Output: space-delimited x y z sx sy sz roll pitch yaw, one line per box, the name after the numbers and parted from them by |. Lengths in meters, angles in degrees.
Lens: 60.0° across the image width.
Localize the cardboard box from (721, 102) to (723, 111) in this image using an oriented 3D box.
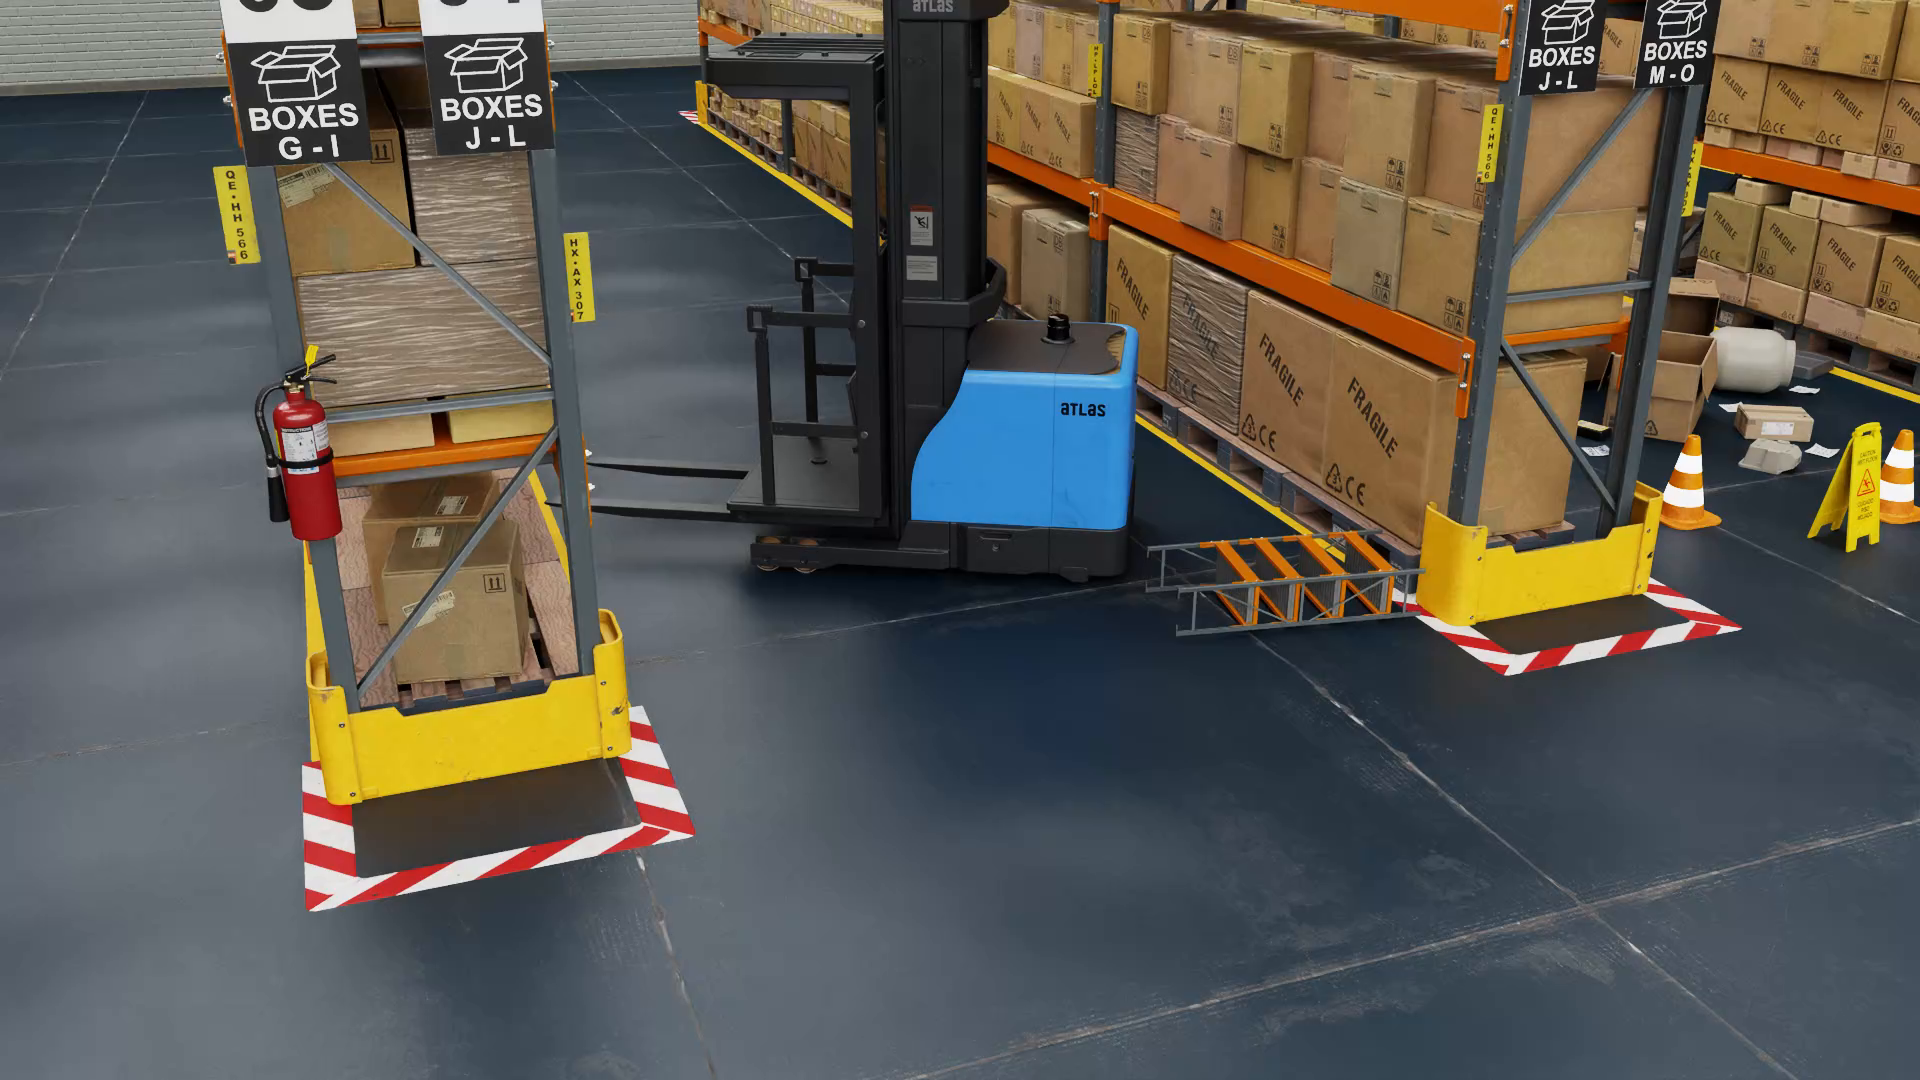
-2.816 -5.496 21.058 0.380 0.149 0.250 -8 24 -19 | cardboard box

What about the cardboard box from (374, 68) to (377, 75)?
-2.537 -2.085 8.037 0.500 0.500 0.500 -8 24 -19 | cardboard box

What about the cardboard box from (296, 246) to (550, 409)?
-2.063 -0.864 6.426 0.875 0.500 0.500 -8 24 -19 | cardboard box

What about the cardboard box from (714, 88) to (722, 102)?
-2.882 -5.619 20.965 0.380 0.149 0.250 -8 24 -19 | cardboard box

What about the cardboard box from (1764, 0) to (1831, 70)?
6.076 -3.556 11.526 0.700 0.500 0.500 -8 24 -19 | cardboard box

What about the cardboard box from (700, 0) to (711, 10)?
-2.971 -6.917 20.787 0.500 0.500 0.500 -7 24 -16 | cardboard box

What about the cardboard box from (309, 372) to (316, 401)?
-2.412 -0.611 6.662 0.380 0.149 0.250 -8 24 -19 | cardboard box

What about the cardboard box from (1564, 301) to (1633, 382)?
4.050 -1.379 11.198 0.797 0.637 0.503 -8 24 -19 | cardboard box

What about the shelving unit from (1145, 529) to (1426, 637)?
1.533 0.194 7.912 1.200 0.258 0.503 -4 23 -10 | shelving unit

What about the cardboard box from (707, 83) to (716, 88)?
-3.003 -5.852 21.135 0.380 0.149 0.250 -10 25 -21 | cardboard box

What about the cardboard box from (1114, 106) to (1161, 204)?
1.510 -2.511 10.652 0.875 0.550 0.550 -8 24 -19 | cardboard box

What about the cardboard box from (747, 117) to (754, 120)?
-2.310 -4.937 19.731 0.380 0.149 0.250 -8 24 -18 | cardboard box

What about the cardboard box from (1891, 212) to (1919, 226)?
6.786 -2.014 11.701 0.500 0.500 0.500 -7 24 -16 | cardboard box

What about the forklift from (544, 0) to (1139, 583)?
-0.618 -1.384 8.261 3.031 2.935 1.130 3 23 7 | forklift

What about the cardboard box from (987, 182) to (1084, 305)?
0.728 -2.295 12.690 1.050 0.750 0.750 -8 24 -19 | cardboard box

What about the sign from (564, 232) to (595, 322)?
-1.387 -0.951 6.029 0.100 0.325 0.005 -8 24 -19 | sign

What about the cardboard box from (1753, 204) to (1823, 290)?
6.120 -2.118 11.947 0.500 0.500 0.500 -7 24 -17 | cardboard box

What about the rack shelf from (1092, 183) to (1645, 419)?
2.075 -1.516 9.411 1.077 0.370 4.000 -8 24 -19 | rack shelf

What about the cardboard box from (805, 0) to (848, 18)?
-1.291 -5.157 16.140 0.380 0.149 0.250 -7 24 -17 | cardboard box

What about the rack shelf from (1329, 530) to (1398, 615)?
1.920 0.166 7.978 0.148 0.258 0.480 -4 23 -10 | rack shelf

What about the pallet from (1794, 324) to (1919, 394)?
6.669 -1.322 11.615 1.003 0.211 1.213 -8 24 -19 | pallet

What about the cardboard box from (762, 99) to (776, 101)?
-2.068 -5.011 19.140 0.380 0.149 0.250 -8 24 -17 | cardboard box

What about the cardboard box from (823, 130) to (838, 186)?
-1.059 -3.837 16.670 0.500 0.500 0.500 -8 24 -18 | cardboard box

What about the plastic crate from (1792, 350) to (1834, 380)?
5.751 -1.262 11.641 0.402 0.080 0.583 -18 29 -37 | plastic crate

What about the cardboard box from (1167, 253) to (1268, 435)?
1.847 -1.224 9.986 0.875 0.875 0.875 -8 24 -19 | cardboard box

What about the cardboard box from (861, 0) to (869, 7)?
-0.772 -5.337 16.568 0.380 0.149 0.250 -9 25 -21 | cardboard box

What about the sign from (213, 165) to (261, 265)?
-2.421 -1.087 5.570 0.100 0.325 0.005 -8 24 -19 | sign

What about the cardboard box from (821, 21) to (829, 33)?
-1.103 -4.828 15.743 0.380 0.149 0.250 -8 24 -18 | cardboard box

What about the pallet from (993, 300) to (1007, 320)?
0.591 -2.003 13.231 1.003 0.211 1.213 -8 24 -19 | pallet

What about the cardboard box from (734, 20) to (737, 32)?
-2.464 -6.096 19.675 0.380 0.149 0.250 -7 24 -17 | cardboard box

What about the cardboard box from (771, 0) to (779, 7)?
-1.749 -5.627 17.255 0.380 0.149 0.250 -7 24 -16 | cardboard box

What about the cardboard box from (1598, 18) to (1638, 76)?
5.409 -3.983 13.286 0.500 0.500 0.500 -8 24 -19 | cardboard box

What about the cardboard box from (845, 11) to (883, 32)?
-0.826 -4.682 15.012 0.380 0.149 0.250 -8 24 -17 | cardboard box

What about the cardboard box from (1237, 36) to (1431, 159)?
2.026 -2.412 9.027 0.875 0.550 0.500 -8 24 -19 | cardboard box

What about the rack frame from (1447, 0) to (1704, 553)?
2.782 -1.121 7.547 1.000 3.000 0.127 -8 24 -19 | rack frame

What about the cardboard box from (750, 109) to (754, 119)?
-2.266 -5.055 19.628 0.380 0.149 0.250 -10 25 -21 | cardboard box

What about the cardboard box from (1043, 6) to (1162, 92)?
1.004 -3.447 11.651 0.700 0.500 0.500 -9 24 -20 | cardboard box

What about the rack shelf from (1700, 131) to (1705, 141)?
5.257 -3.685 14.558 1.077 0.370 4.000 -8 24 -19 | rack shelf

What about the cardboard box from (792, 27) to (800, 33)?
-1.473 -5.070 16.700 0.380 0.149 0.250 -8 24 -18 | cardboard box

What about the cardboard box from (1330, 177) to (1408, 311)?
2.393 -1.516 8.291 0.875 0.550 0.550 -8 24 -19 | cardboard box

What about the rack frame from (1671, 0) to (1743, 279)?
5.964 -3.290 12.694 1.000 3.000 0.127 -8 24 -19 | rack frame

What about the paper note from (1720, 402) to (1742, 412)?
5.021 -0.863 10.773 0.148 0.019 0.142 0 23 -1 | paper note

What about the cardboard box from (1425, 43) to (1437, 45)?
4.560 -4.570 15.515 0.380 0.149 0.250 -10 25 -22 | cardboard box

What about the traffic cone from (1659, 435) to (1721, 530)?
3.922 -0.340 8.960 0.336 0.463 0.334 -8 24 -19 | traffic cone

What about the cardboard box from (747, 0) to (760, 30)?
-2.075 -5.990 18.588 0.500 0.500 0.500 -9 24 -20 | cardboard box

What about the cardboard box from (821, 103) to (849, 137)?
-1.077 -4.185 16.528 0.500 0.250 0.500 -7 24 -17 | cardboard box

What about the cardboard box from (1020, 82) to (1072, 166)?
0.756 -2.957 11.775 0.500 0.500 0.500 -9 24 -20 | cardboard box

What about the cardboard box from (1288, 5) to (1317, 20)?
3.757 -5.415 17.285 0.500 0.250 0.500 -9 24 -20 | cardboard box

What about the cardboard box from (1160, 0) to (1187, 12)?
2.735 -6.377 19.888 0.500 0.500 0.500 -8 24 -19 | cardboard box

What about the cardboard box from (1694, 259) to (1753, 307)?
5.920 -1.965 12.550 0.500 0.250 0.500 -10 25 -21 | cardboard box

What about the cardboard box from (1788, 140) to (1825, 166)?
6.090 -2.744 11.723 0.380 0.149 0.250 -8 24 -17 | cardboard box

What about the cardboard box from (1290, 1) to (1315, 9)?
3.765 -5.769 17.160 0.500 0.500 0.500 -8 24 -19 | cardboard box

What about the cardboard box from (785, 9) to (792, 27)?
-1.564 -5.302 16.867 0.380 0.149 0.250 -8 24 -18 | cardboard box

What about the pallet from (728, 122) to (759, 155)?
-2.163 -4.879 20.055 1.003 0.211 1.213 -8 24 -19 | pallet

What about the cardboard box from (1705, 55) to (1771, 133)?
5.858 -3.275 12.147 0.500 0.500 0.500 -8 24 -19 | cardboard box
